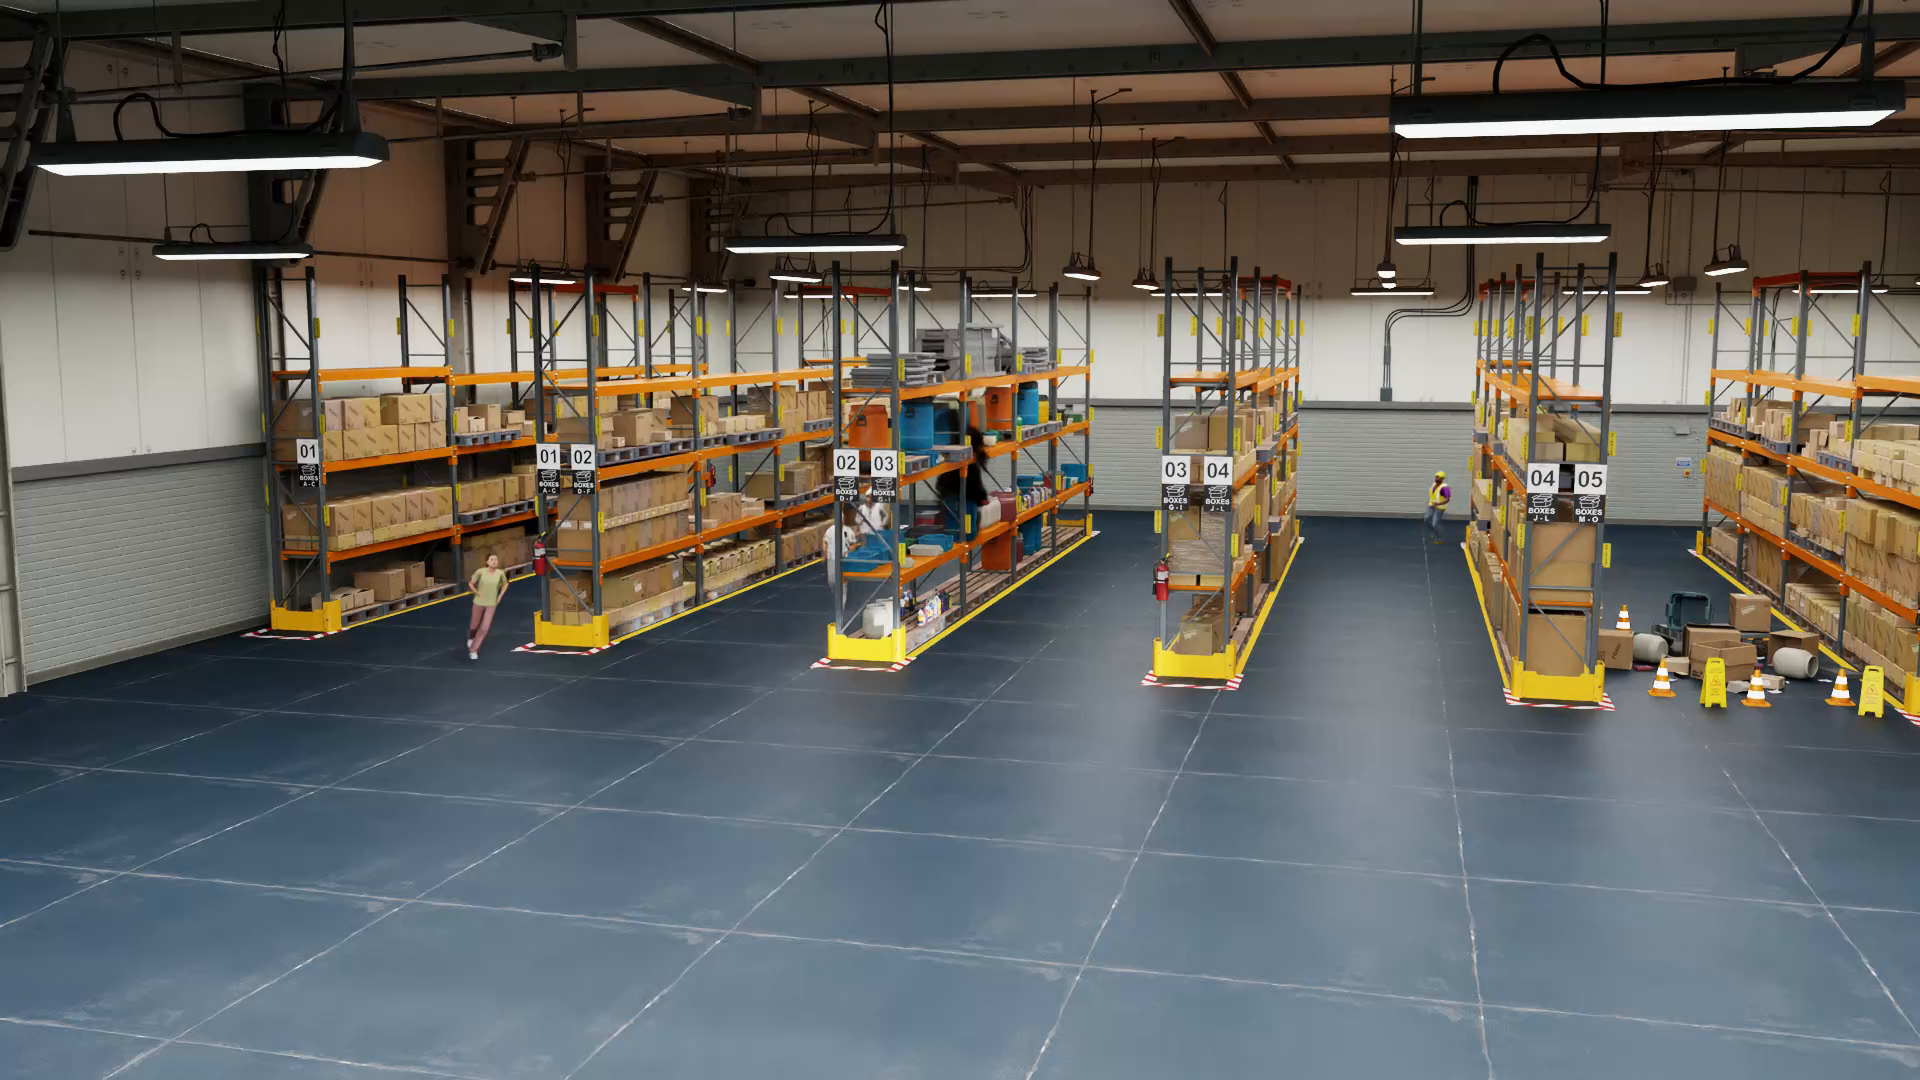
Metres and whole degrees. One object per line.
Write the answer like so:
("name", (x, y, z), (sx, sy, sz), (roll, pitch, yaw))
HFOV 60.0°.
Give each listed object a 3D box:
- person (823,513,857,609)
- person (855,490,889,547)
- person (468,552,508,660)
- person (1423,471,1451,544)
("person", (-2.051, 0.348, 28.123), (0.607, 1.636, 0.503), (1, 7, 5))
("person", (-1.807, -0.191, 33.789), (0.670, 1.669, 0.931), (1, 7, 8))
("person", (-7.268, 0.976, 25.568), (0.636, 1.604, 0.818), (-3, 8, -20))
("person", (11.140, -0.744, 38.769), (0.549, 1.730, 0.711), (-3, 8, -25))
